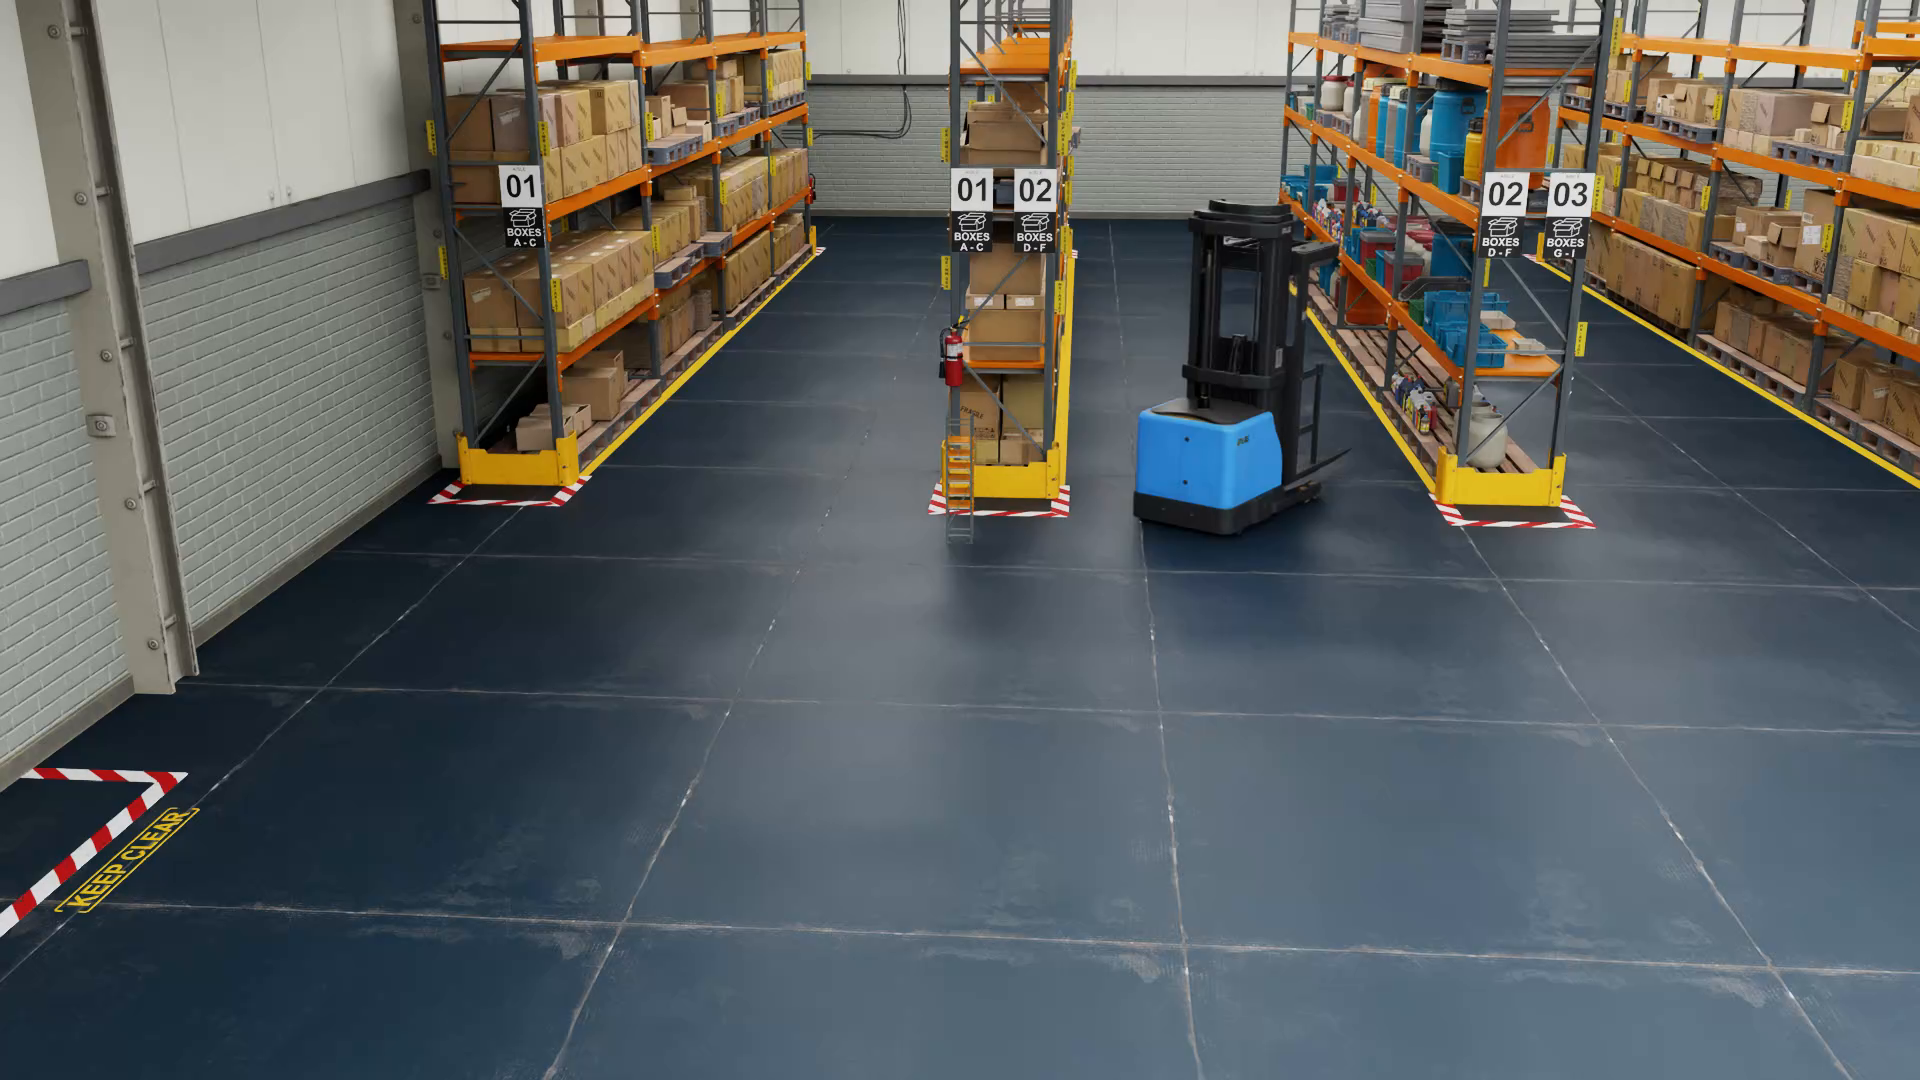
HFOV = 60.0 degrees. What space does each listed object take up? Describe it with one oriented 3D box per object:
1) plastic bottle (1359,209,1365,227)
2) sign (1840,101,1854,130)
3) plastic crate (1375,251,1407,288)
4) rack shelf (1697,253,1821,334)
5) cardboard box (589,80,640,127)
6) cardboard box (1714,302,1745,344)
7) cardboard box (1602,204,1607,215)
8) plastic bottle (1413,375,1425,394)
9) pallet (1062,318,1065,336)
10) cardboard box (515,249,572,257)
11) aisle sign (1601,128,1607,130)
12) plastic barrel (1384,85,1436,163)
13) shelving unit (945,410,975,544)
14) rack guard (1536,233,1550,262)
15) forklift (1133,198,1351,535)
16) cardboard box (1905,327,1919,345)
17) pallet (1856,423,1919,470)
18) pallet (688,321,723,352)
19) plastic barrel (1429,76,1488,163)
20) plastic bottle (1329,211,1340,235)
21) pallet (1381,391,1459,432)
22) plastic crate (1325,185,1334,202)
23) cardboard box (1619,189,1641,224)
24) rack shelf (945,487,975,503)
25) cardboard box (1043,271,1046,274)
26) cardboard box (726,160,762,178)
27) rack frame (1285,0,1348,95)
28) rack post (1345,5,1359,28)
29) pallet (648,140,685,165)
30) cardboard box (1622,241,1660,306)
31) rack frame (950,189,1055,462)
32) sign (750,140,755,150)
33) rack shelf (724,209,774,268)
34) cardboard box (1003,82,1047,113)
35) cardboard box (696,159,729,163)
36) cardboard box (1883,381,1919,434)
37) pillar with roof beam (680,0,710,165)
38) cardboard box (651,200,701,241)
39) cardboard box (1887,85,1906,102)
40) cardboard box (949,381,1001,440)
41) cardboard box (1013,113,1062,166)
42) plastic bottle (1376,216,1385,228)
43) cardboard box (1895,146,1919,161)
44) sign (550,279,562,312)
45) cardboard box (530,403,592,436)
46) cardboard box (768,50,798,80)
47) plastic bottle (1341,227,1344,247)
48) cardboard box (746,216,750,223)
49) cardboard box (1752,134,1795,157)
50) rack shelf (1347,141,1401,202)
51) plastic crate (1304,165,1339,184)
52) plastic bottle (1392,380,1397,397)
[{"bbox_3d":[6.318,-5.057,26.071,0.097,0.271,0.097,0,18,0],"label":"plastic bottle"},{"bbox_3d":[10.025,-4.795,18.786,0.100,0.325,0.005,1,18,4],"label":"sign"},{"bbox_3d":[5.408,-3.378,20.767,0.392,0.384,0.575,1,18,4],"label":"plastic crate"},{"bbox_3d":[10.722,-3.204,21.368,1.077,0.370,4.000,1,18,4],"label":"rack shelf"},{"bbox_3d":[-4.008,-5.053,19.238,0.500,0.500,0.500,0,18,-1],"label":"cardboard box"},{"bbox_3d":[10.838,-2.980,22.836,0.700,0.500,0.500,0,18,1],"label":"cardboard box"},{"bbox_3d":[10.866,-5.473,27.538,0.380,0.149,0.250,2,18,5],"label":"cardboard box"},{"bbox_3d":[5.311,-1.741,19.295,0.144,0.351,0.185,1,18,4],"label":"plastic bottle"},{"bbox_3d":[1.076,-3.296,24.969,1.003,0.211,1.213,1,18,4],"label":"pallet"},{"bbox_3d":[-4.593,-2.934,18.390,0.500,0.500,0.500,2,18,5],"label":"cardboard box"},{"bbox_3d":[11.744,-7.903,30.377,0.394,0.787,0.004,1,18,4],"label":"aisle sign"},{"bbox_3d":[5.506,-5.065,20.269,0.600,0.901,0.600,0,18,0],"label":"plastic barrel"},{"bbox_3d":[-0.001,-0.566,15.049,0.258,1.200,0.189,1,18,4],"label":"shelving unit"},{"bbox_3d":[11.441,-5.472,31.146,1.175,0.500,0.348,1,18,4],"label":"rack guard"},{"bbox_3d":[2.928,-1.834,16.139,1.130,2.935,3.031,13,22,35],"label":"forklift"},{"bbox_3d":[10.109,-2.125,17.321,0.380,0.149,0.250,1,18,4],"label":"cardboard box"},{"bbox_3d":[10.481,-1.011,17.996,1.003,0.211,1.213,1,18,4],"label":"pallet"},{"bbox_3d":[-4.014,-2.931,23.857,1.003,0.211,1.213,1,18,4],"label":"pallet"},{"bbox_3d":[5.461,-4.592,18.151,0.600,0.901,0.708,1,18,4],"label":"plastic barrel"},{"bbox_3d":[5.664,-4.793,25.140,0.144,0.351,0.185,1,18,4],"label":"plastic bottle"},{"bbox_3d":[5.549,-1.503,19.498,1.003,0.211,1.213,1,18,4],"label":"pallet"},{"bbox_3d":[6.505,-5.963,28.724,0.437,0.282,0.530,1,18,4],"label":"plastic crate"},{"bbox_3d":[10.870,-5.320,26.508,0.500,0.500,0.500,1,18,4],"label":"cardboard box"},{"bbox_3d":[-0.001,-0.409,15.101,0.258,0.103,0.180,1,18,4],"label":"rack shelf"},{"bbox_3d":[0.745,-2.778,17.709,0.380,0.149,0.250,1,18,3],"label":"cardboard box"},{"bbox_3d":[-3.494,-5.987,26.829,0.500,0.250,0.500,2,18,5],"label":"cardboard box"},{"bbox_3d":[6.499,-9.614,30.137,1.000,3.000,0.127,1,18,4],"label":"rack frame"},{"bbox_3d":[5.936,-7.319,23.256,0.954,0.300,0.937,1,18,4],"label":"rack post"},{"bbox_3d":[-4.092,-4.782,20.512,1.213,0.211,1.003,1,18,4],"label":"pallet"},{"bbox_3d":[11.063,-4.123,25.753,1.225,0.875,0.875,1,18,2],"label":"cardboard box"},{"bbox_3d":[0.412,-1.905,16.247,1.000,3.000,0.127,1,18,4],"label":"rack frame"},{"bbox_3d":[-3.936,-7.447,31.643,0.100,0.325,0.005,1,18,4],"label":"sign"},{"bbox_3d":[-3.813,-4.779,26.171,1.077,0.370,4.000,1,18,4],"label":"rack shelf"},{"bbox_3d":[0.782,-5.248,19.994,0.500,0.500,0.500,2,18,5],"label":"cardboard box"},{"bbox_3d":[-3.993,-5.997,26.859,0.500,0.250,0.500,1,18,5],"label":"cardboard box"},{"bbox_3d":[10.511,-1.441,18.170,0.500,0.500,0.500,0,18,-1],"label":"cardboard box"},{"bbox_3d":[-0.188,-8.733,27.450,9.100,9.000,0.400,1,18,4],"label":"pillar with roof beam"},{"bbox_3d":[-3.993,-4.435,23.102,0.700,0.500,0.500,0,18,-1],"label":"cardboard box"},{"bbox_3d":[15.969,-7.495,27.928,0.500,0.250,0.500,1,18,2],"label":"cardboard box"},{"bbox_3d":[0.153,-1.328,17.022,0.500,0.500,0.500,1,18,4],"label":"cardboard box"},{"bbox_3d":[0.803,-4.154,17.233,0.500,0.500,0.500,1,18,4],"label":"cardboard box"},{"bbox_3d":[6.378,-4.777,25.211,0.152,0.276,0.135,1,18,4],"label":"plastic bottle"},{"bbox_3d":[10.282,-4.129,17.819,0.380,0.149,0.250,2,18,6],"label":"cardboard box"},{"bbox_3d":[-3.988,-2.414,16.409,0.100,0.325,0.005,1,18,4],"label":"sign"},{"bbox_3d":[-4.349,-1.336,18.121,0.500,0.311,0.500,3,18,8],"label":"cardboard box"},{"bbox_3d":[-3.210,-8.553,29.919,0.500,0.500,0.500,2,18,6],"label":"cardboard box"},{"bbox_3d":[5.529,-4.358,23.919,0.061,0.283,0.133,1,18,4],"label":"plastic bottle"},{"bbox_3d":[-3.546,-5.127,26.450,0.380,0.149,0.250,1,18,2],"label":"cardboard box"},{"bbox_3d":[10.514,-5.062,21.305,0.500,0.250,0.500,2,18,5],"label":"cardboard box"},{"bbox_3d":[5.782,-4.740,21.238,1.077,0.370,4.000,1,18,4],"label":"rack shelf"},{"bbox_3d":[6.661,-6.700,30.727,0.616,0.435,0.499,1,18,4],"label":"plastic crate"},{"bbox_3d":[5.171,-1.794,19.696,0.097,0.201,0.097,0,18,0],"label":"plastic bottle"}]
